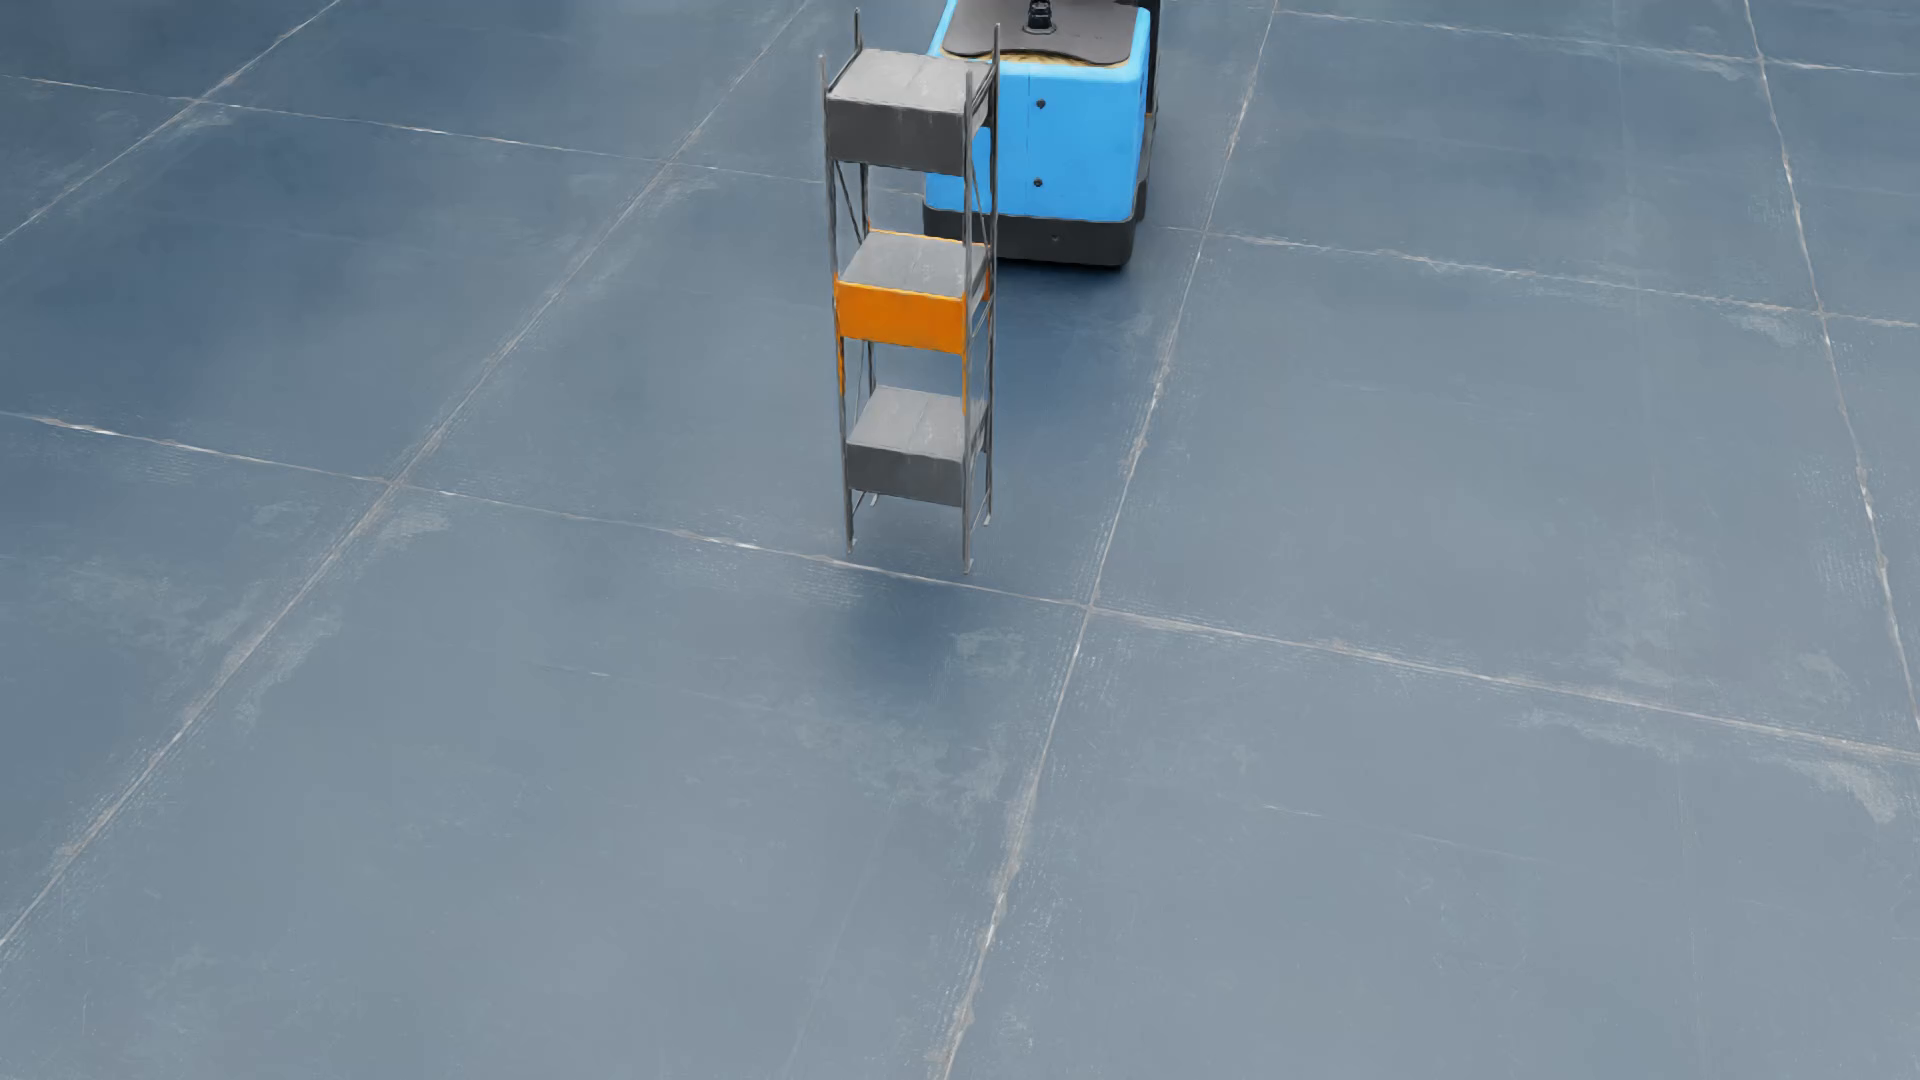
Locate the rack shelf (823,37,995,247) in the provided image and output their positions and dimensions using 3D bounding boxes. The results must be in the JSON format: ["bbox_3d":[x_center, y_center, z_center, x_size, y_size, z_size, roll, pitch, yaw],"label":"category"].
[{"bbox_3d":[-0.160,-1.357,5.666,0.480,0.518,0.431,10,41,11],"label":"rack shelf"}]

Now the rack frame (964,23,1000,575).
[{"bbox_3d":[0.076,-0.791,6.059,0.015,2.100,0.400,10,41,11],"label":"rack frame"}]

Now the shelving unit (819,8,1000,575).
[{"bbox_3d":[-0.160,-0.832,6.107,0.503,2.100,0.431,10,41,11],"label":"shelving unit"}]

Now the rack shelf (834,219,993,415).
[{"bbox_3d":[-0.160,-0.821,6.116,0.480,0.518,0.431,10,41,11],"label":"rack shelf"}]

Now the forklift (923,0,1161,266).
[{"bbox_3d":[0.548,-3.430,8.556,1.130,2.935,3.031,6,40,7],"label":"forklift"}]

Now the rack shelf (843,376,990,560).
[{"bbox_3d":[-0.160,-0.285,6.566,0.480,0.518,0.431,10,41,11],"label":"rack shelf"}]

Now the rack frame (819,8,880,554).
[{"bbox_3d":[-0.396,-0.872,6.156,0.015,2.100,0.400,10,41,11],"label":"rack frame"}]
